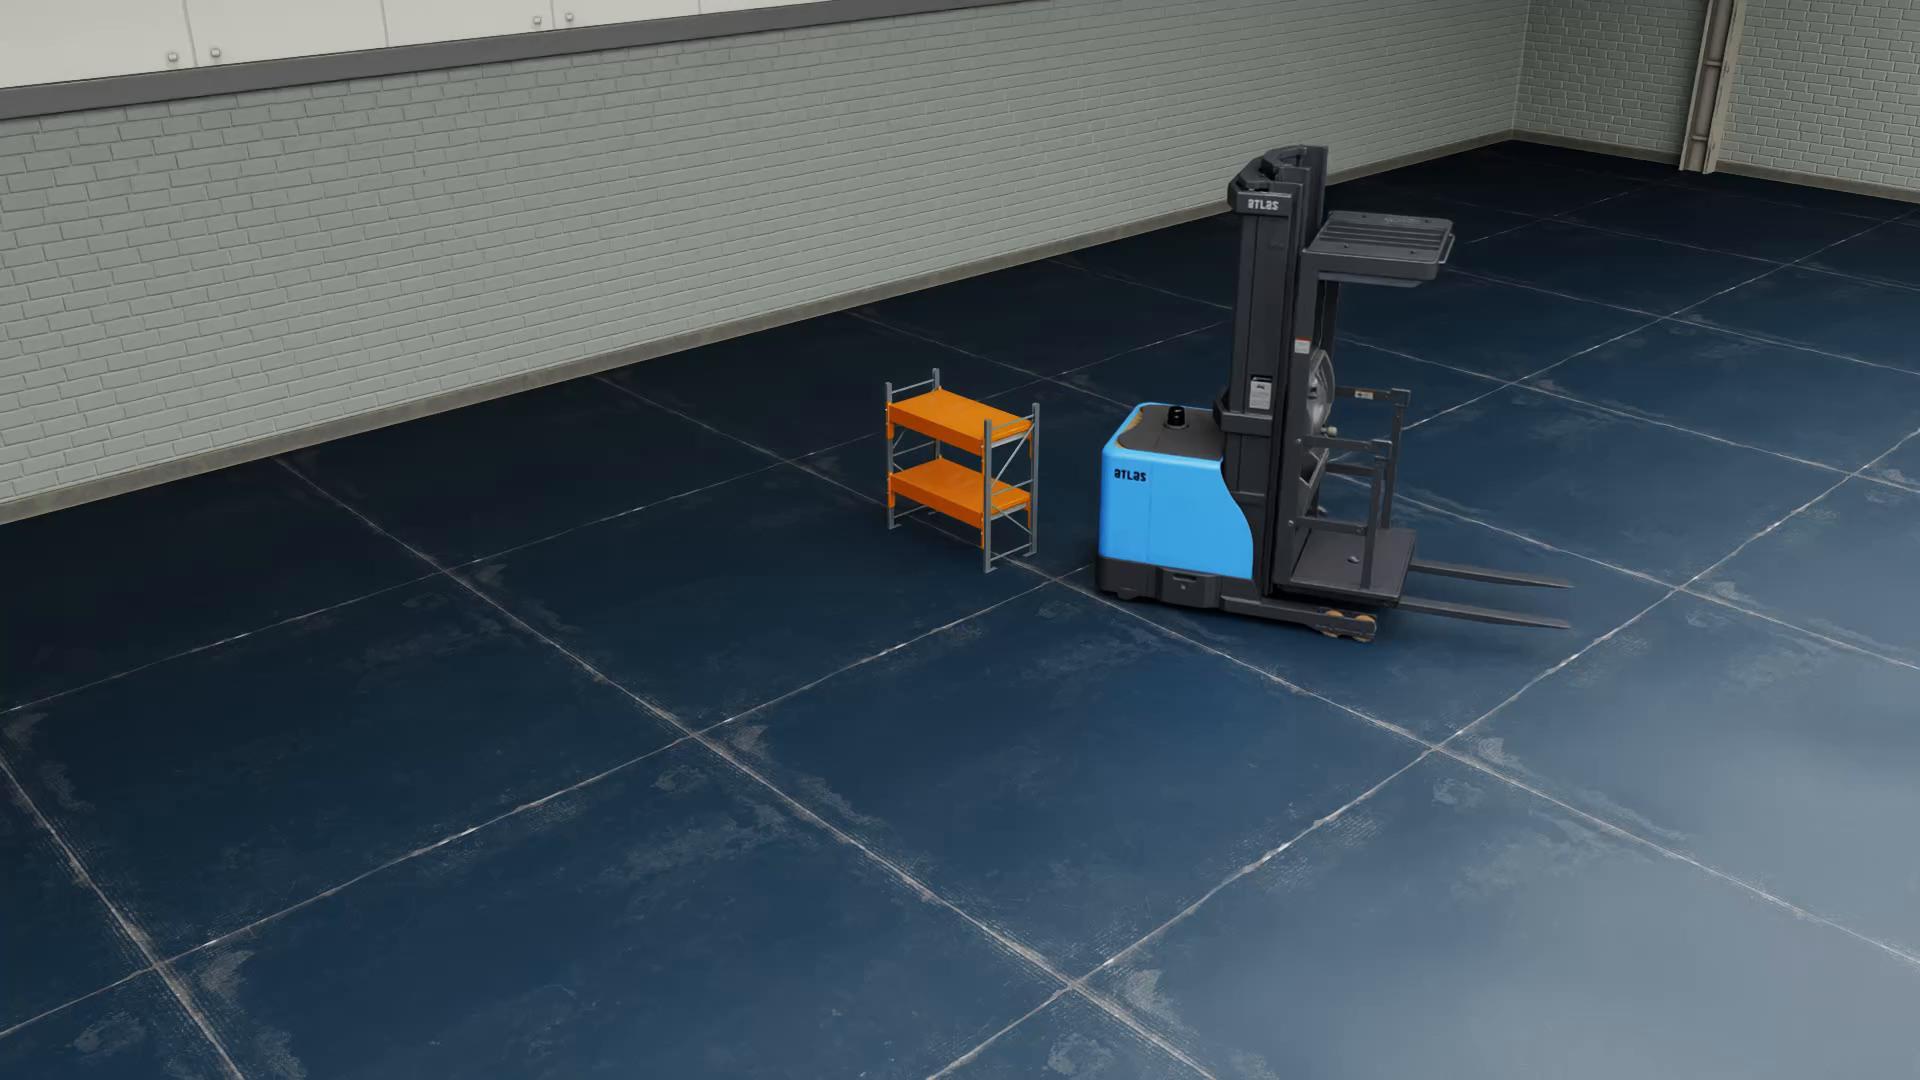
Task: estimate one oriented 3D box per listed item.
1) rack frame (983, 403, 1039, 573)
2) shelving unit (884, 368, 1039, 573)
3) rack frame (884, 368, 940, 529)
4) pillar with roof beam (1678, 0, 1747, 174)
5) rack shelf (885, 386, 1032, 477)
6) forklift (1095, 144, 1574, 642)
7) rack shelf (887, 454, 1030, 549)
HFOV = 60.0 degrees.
[{"bbox_3d":[0.352,-0.356,11.471,0.500,1.125,0.032,-21,32,-38],"label":"rack frame"},{"bbox_3d":[0.005,-0.510,11.809,0.538,1.125,1.048,-21,32,-38],"label":"shelving unit"},{"bbox_3d":[-0.343,-0.664,12.146,0.500,1.125,0.032,-21,32,-38],"label":"rack frame"},{"bbox_3d":[7.272,-8.098,18.956,9.100,9.000,0.400,-21,32,-38],"label":"pillar with roof beam"},{"bbox_3d":[0.005,-0.776,11.687,0.538,0.278,1.000,-21,32,-38],"label":"rack shelf"},{"bbox_3d":[2.483,-0.932,10.559,3.031,2.935,1.130,9,26,18],"label":"forklift"},{"bbox_3d":[0.005,-0.287,11.910,0.538,0.278,1.000,-21,32,-38],"label":"rack shelf"}]
